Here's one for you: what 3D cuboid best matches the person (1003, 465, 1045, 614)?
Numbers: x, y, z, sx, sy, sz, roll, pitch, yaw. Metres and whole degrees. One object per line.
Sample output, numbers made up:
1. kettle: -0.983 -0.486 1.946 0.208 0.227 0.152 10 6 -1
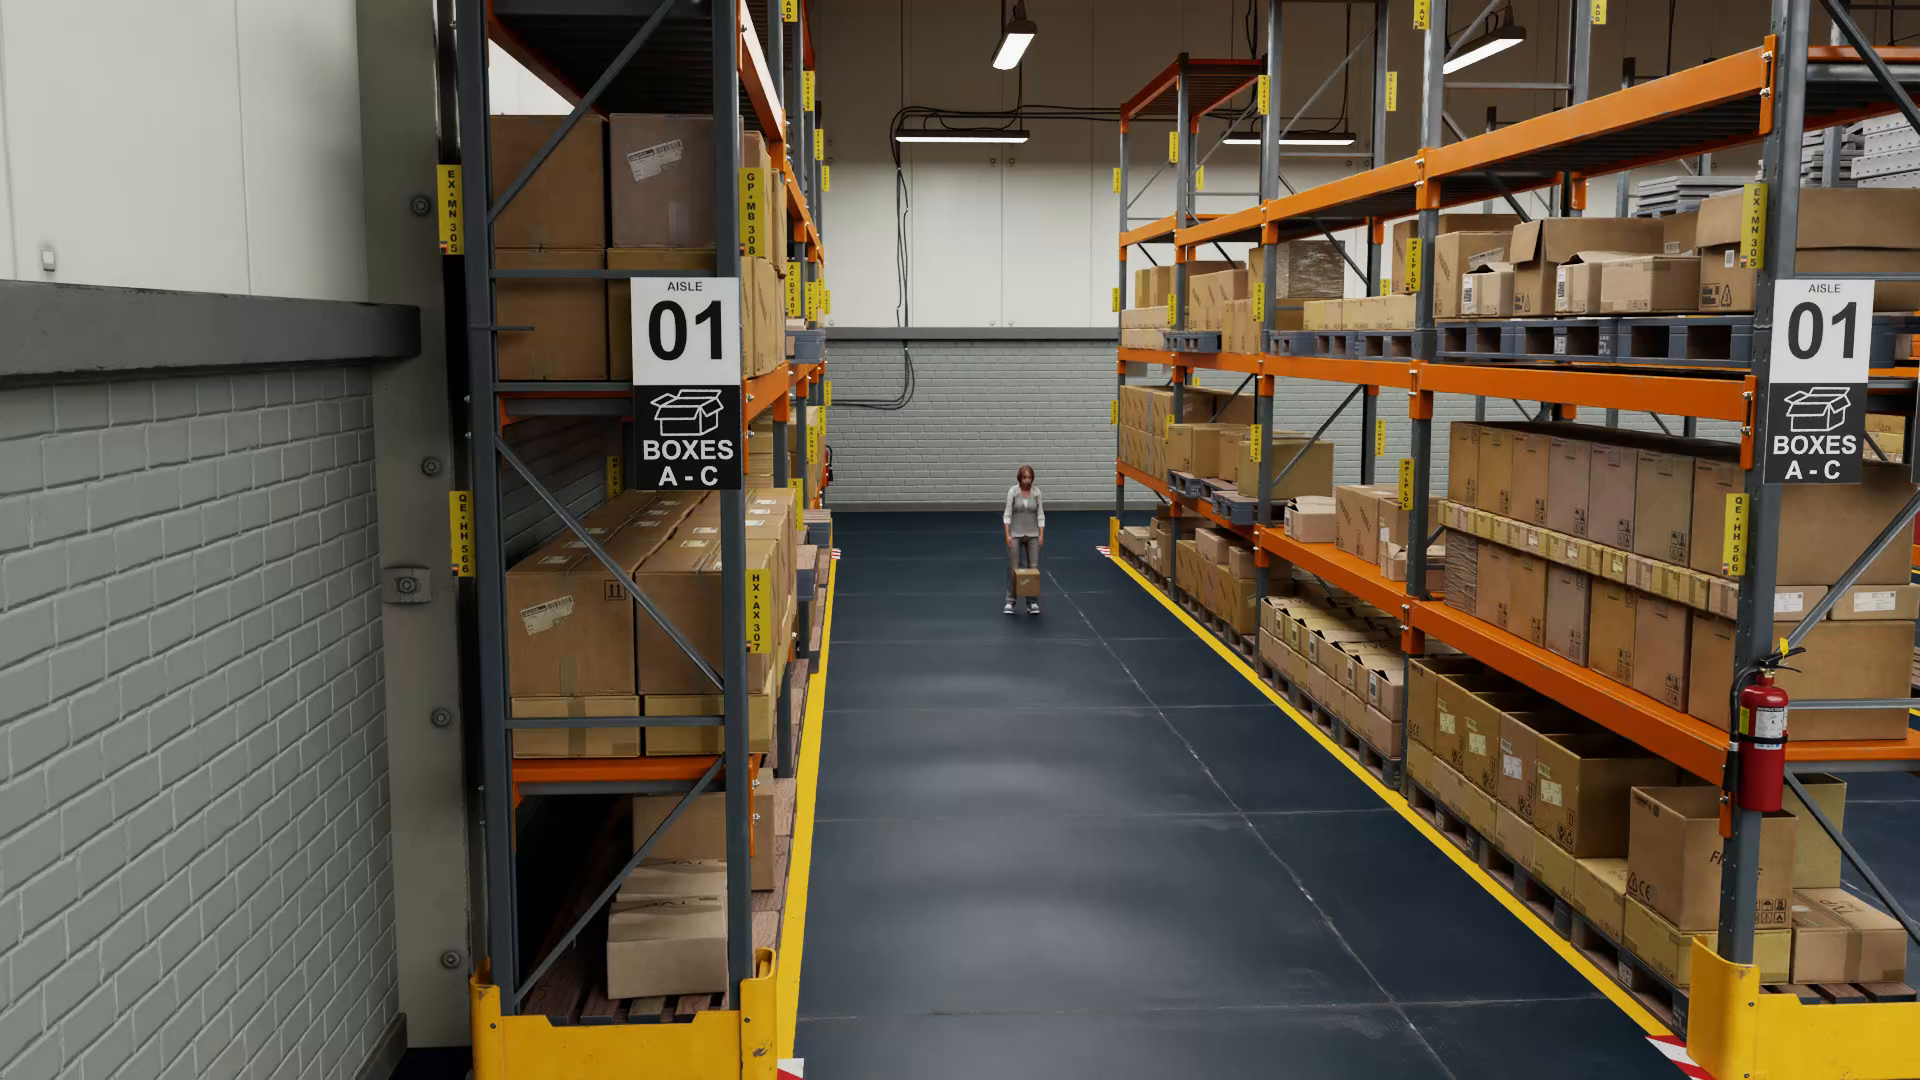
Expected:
1. person: 0.690 -0.012 17.884 0.455 1.596 0.343 -1 7 -5
